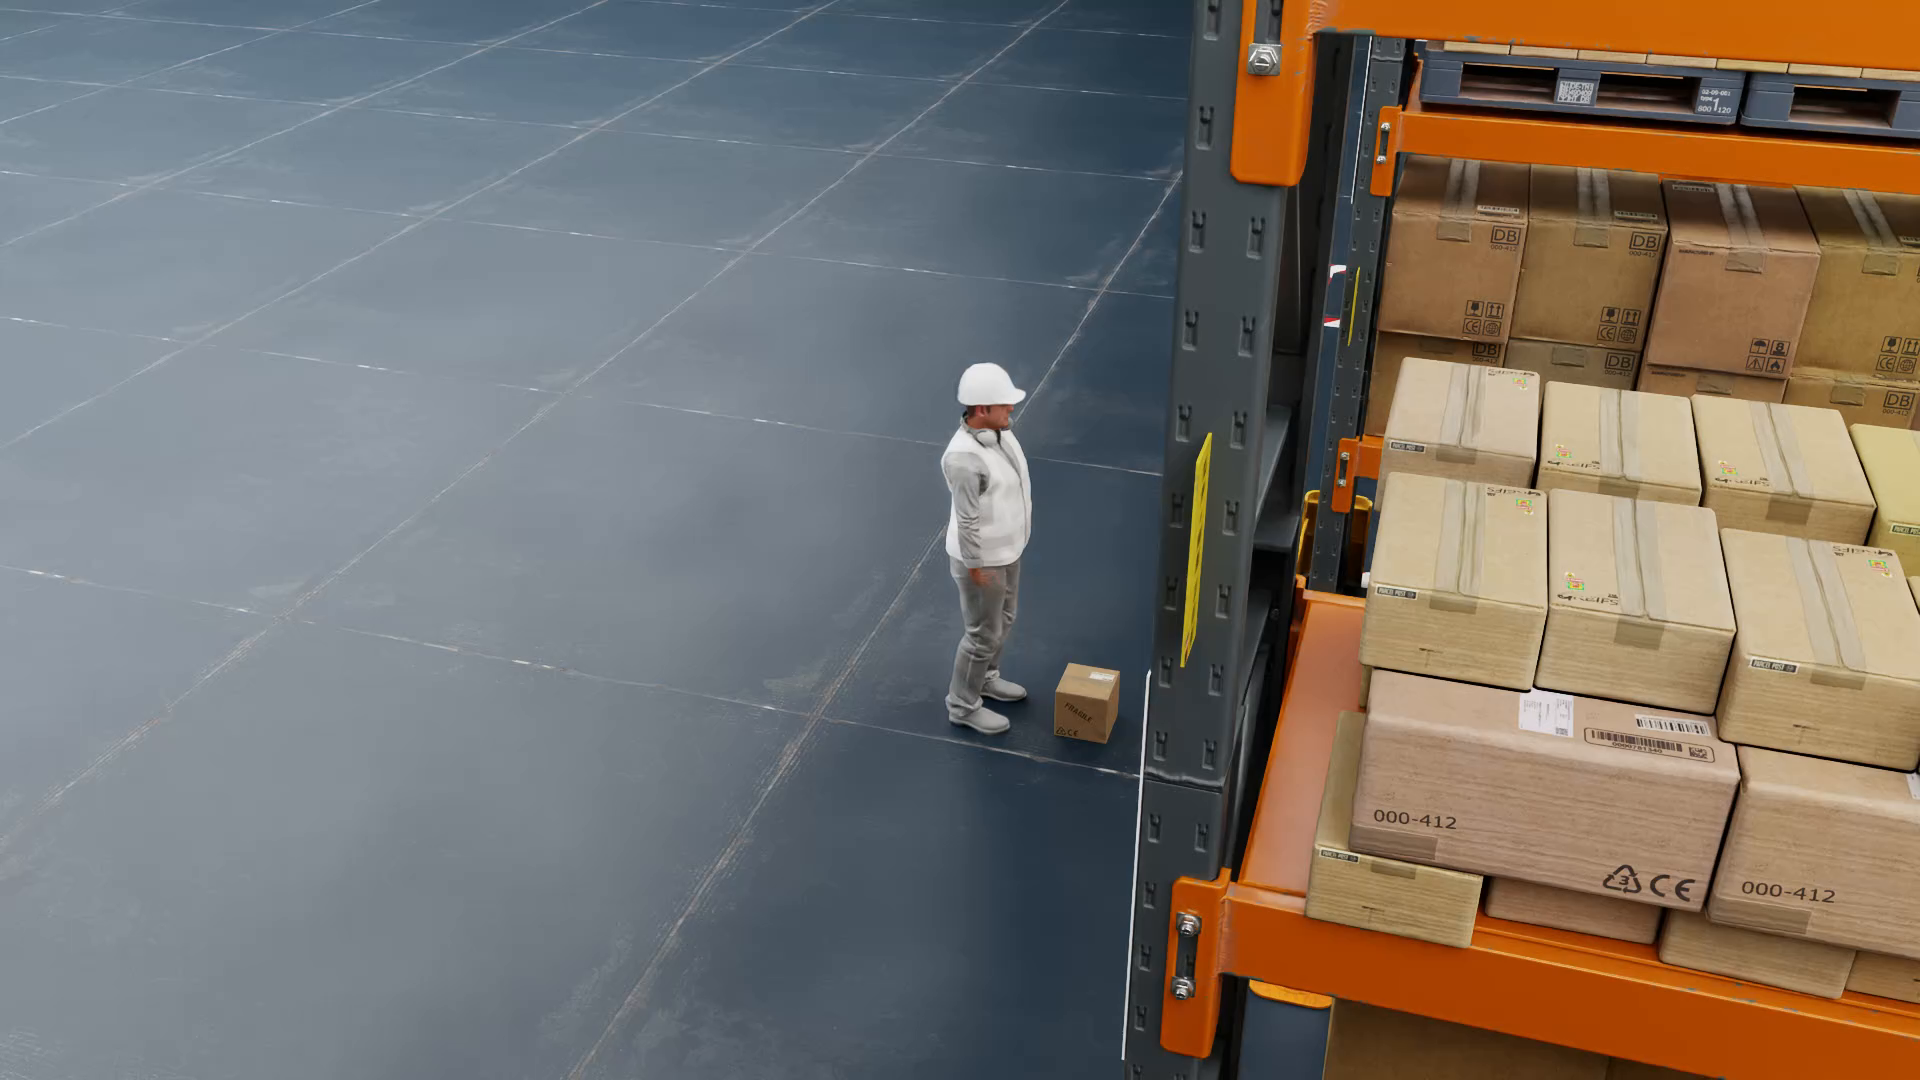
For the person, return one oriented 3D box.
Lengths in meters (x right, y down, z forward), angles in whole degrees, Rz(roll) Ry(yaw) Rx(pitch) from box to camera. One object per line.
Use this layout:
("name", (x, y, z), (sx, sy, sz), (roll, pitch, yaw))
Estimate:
("person", (0.133, 0.026, 7.562), (0.360, 1.768, 0.532), (9, 30, 16))
